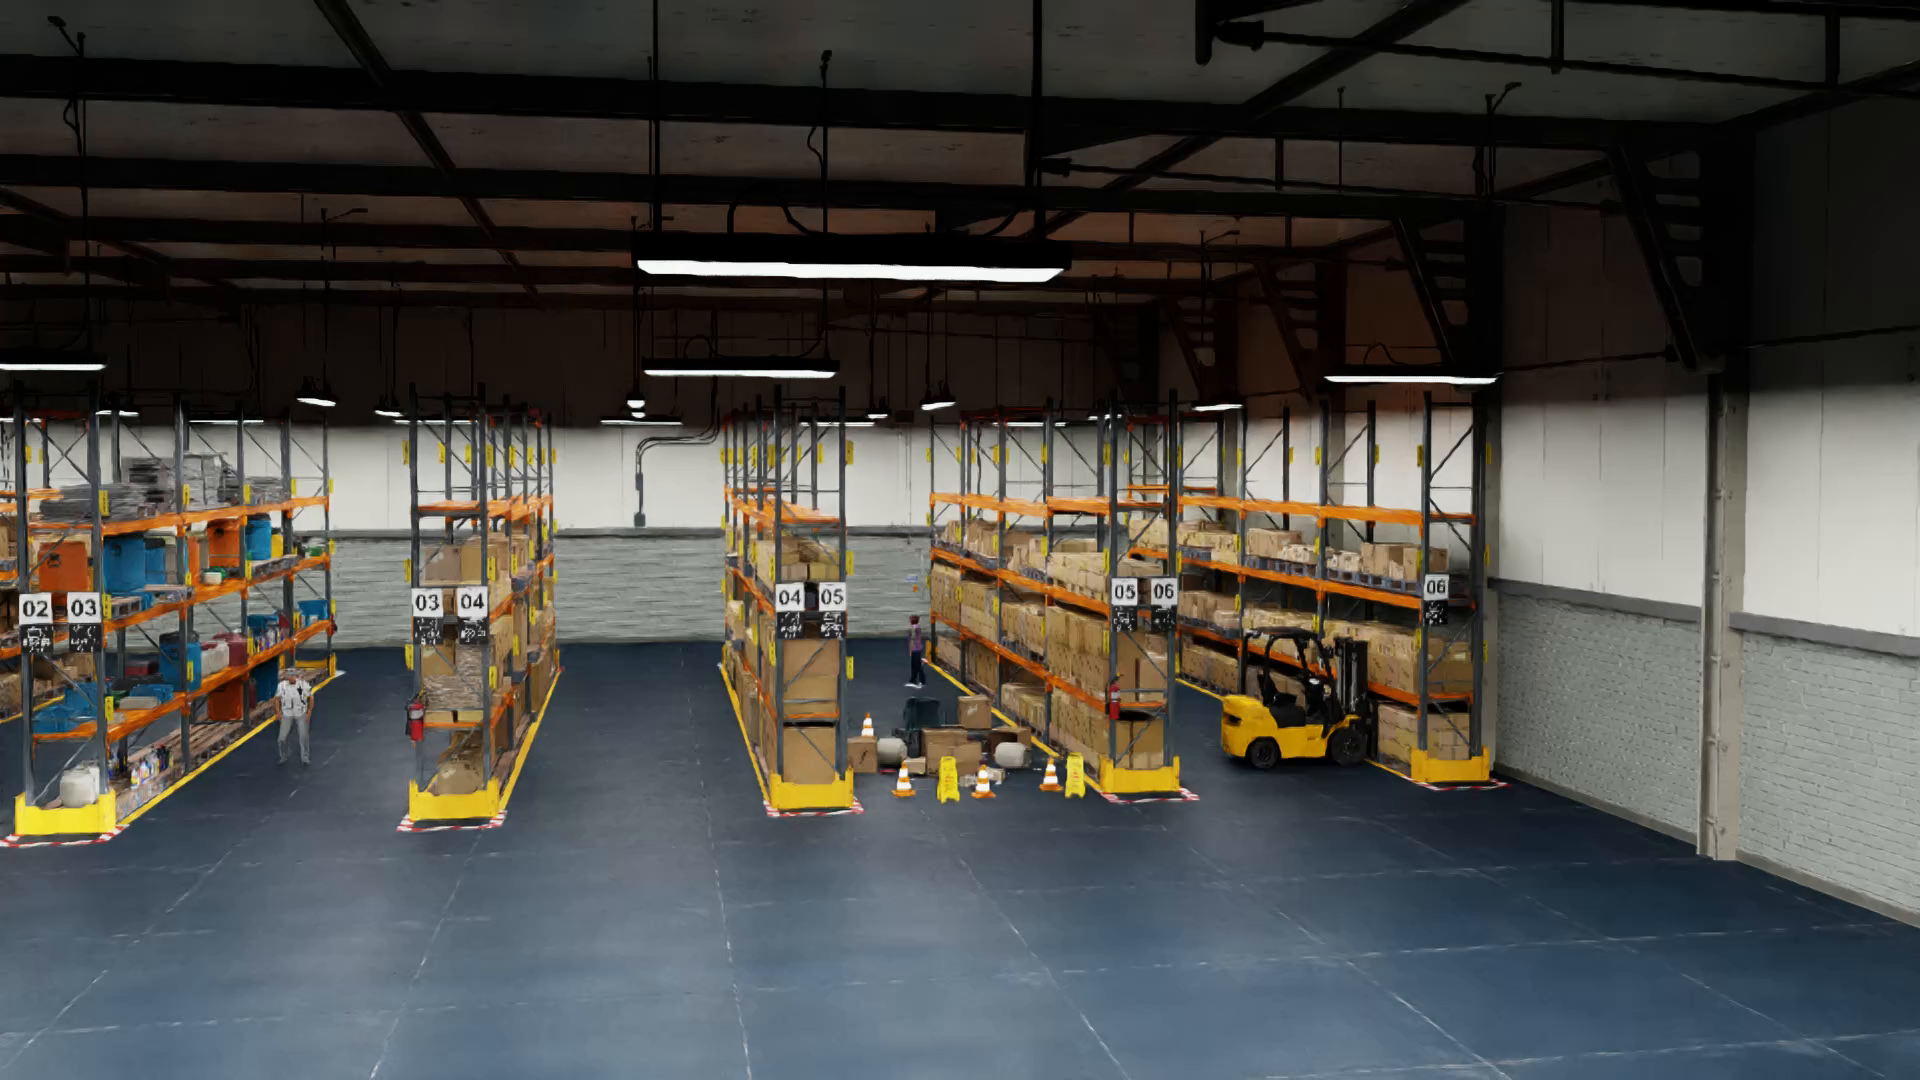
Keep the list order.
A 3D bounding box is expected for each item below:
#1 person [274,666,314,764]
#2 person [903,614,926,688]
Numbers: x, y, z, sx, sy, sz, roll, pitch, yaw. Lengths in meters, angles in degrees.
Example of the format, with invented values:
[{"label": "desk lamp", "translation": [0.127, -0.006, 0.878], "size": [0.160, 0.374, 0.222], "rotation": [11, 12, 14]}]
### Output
[{"label": "person", "translation": [-10.796, 2.839, 26.956], "size": [0.625, 1.611, 0.582], "rotation": [-1, 3, -12]}, {"label": "person", "translation": [-0.982, 2.376, 35.843], "size": [0.538, 1.587, 0.540], "rotation": [0, 3, 8]}]
